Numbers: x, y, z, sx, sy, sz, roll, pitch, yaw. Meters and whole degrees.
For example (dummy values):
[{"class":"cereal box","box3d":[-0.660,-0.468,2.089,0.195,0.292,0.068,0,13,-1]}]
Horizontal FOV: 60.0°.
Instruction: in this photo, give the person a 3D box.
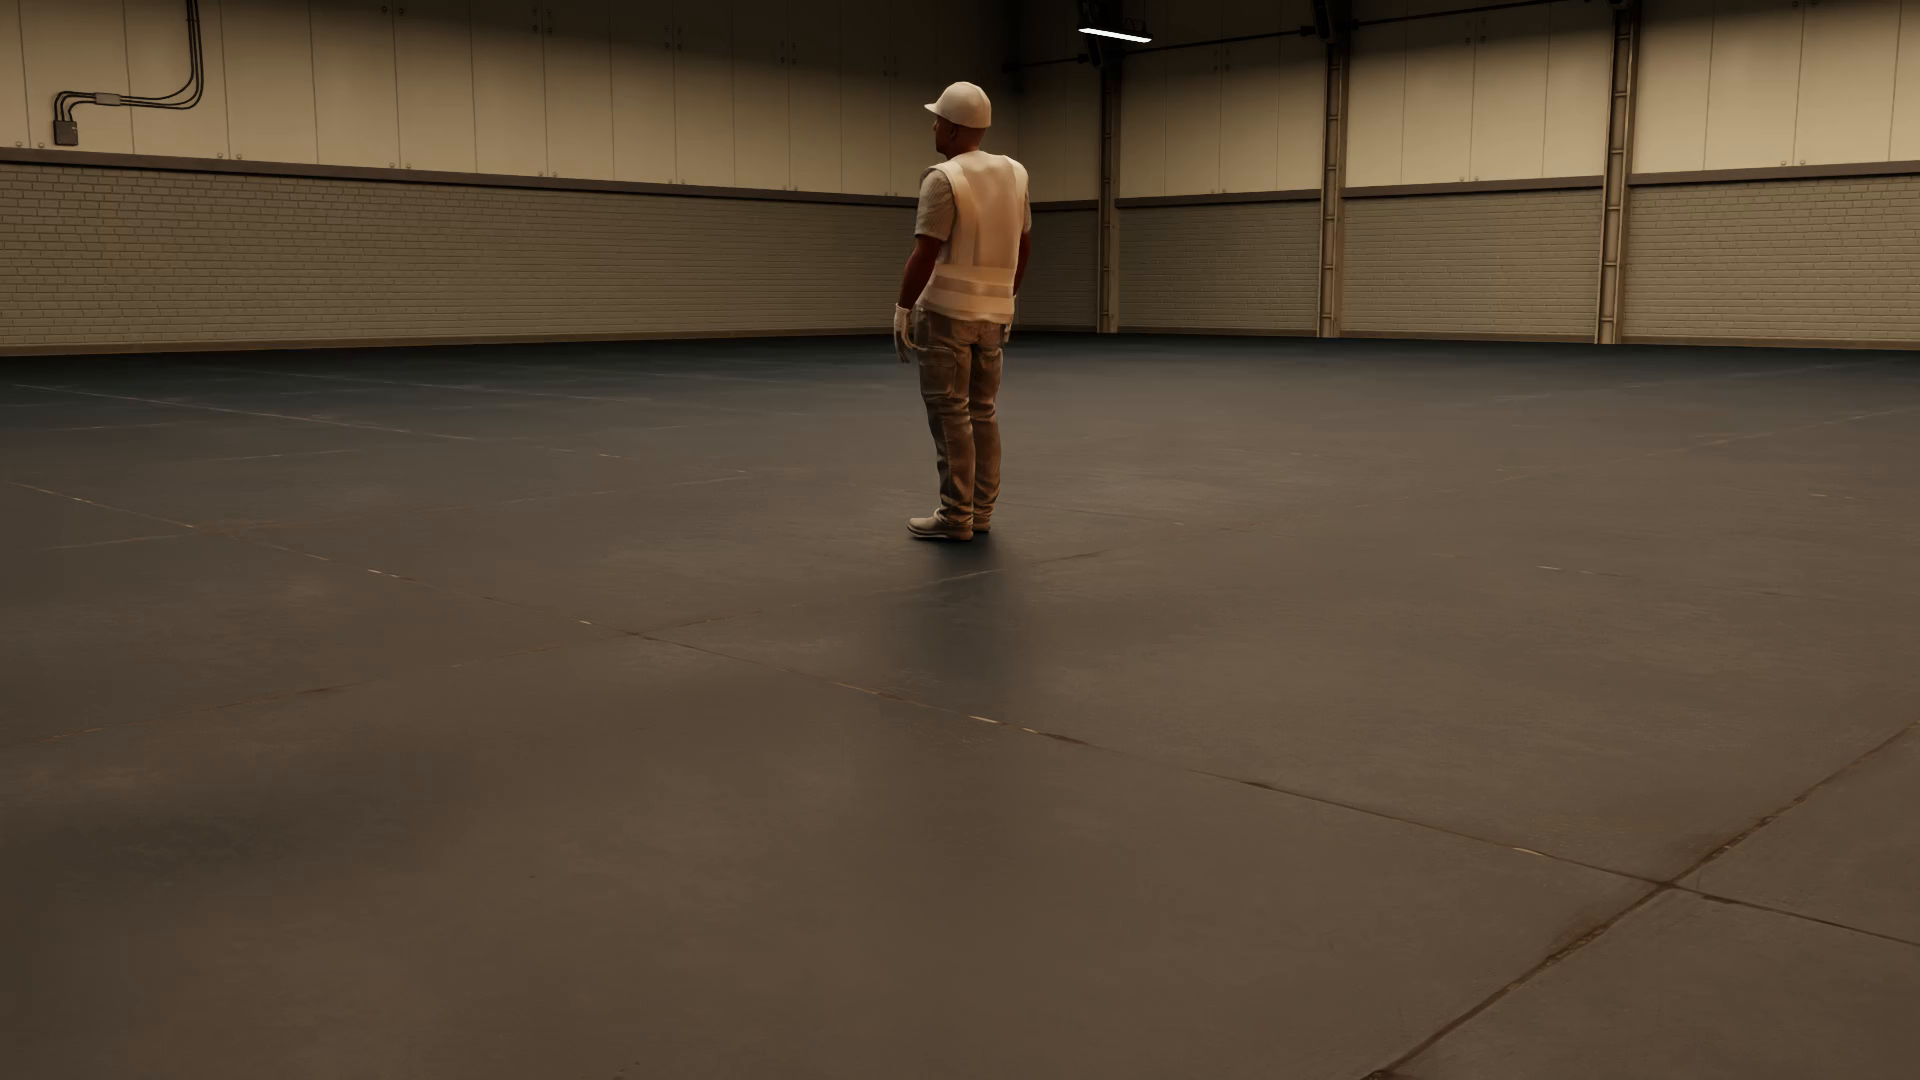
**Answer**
[{"class":"person","box3d":[-0.045,-0.897,6.639,0.577,1.782,0.656,8,12,43]}]
